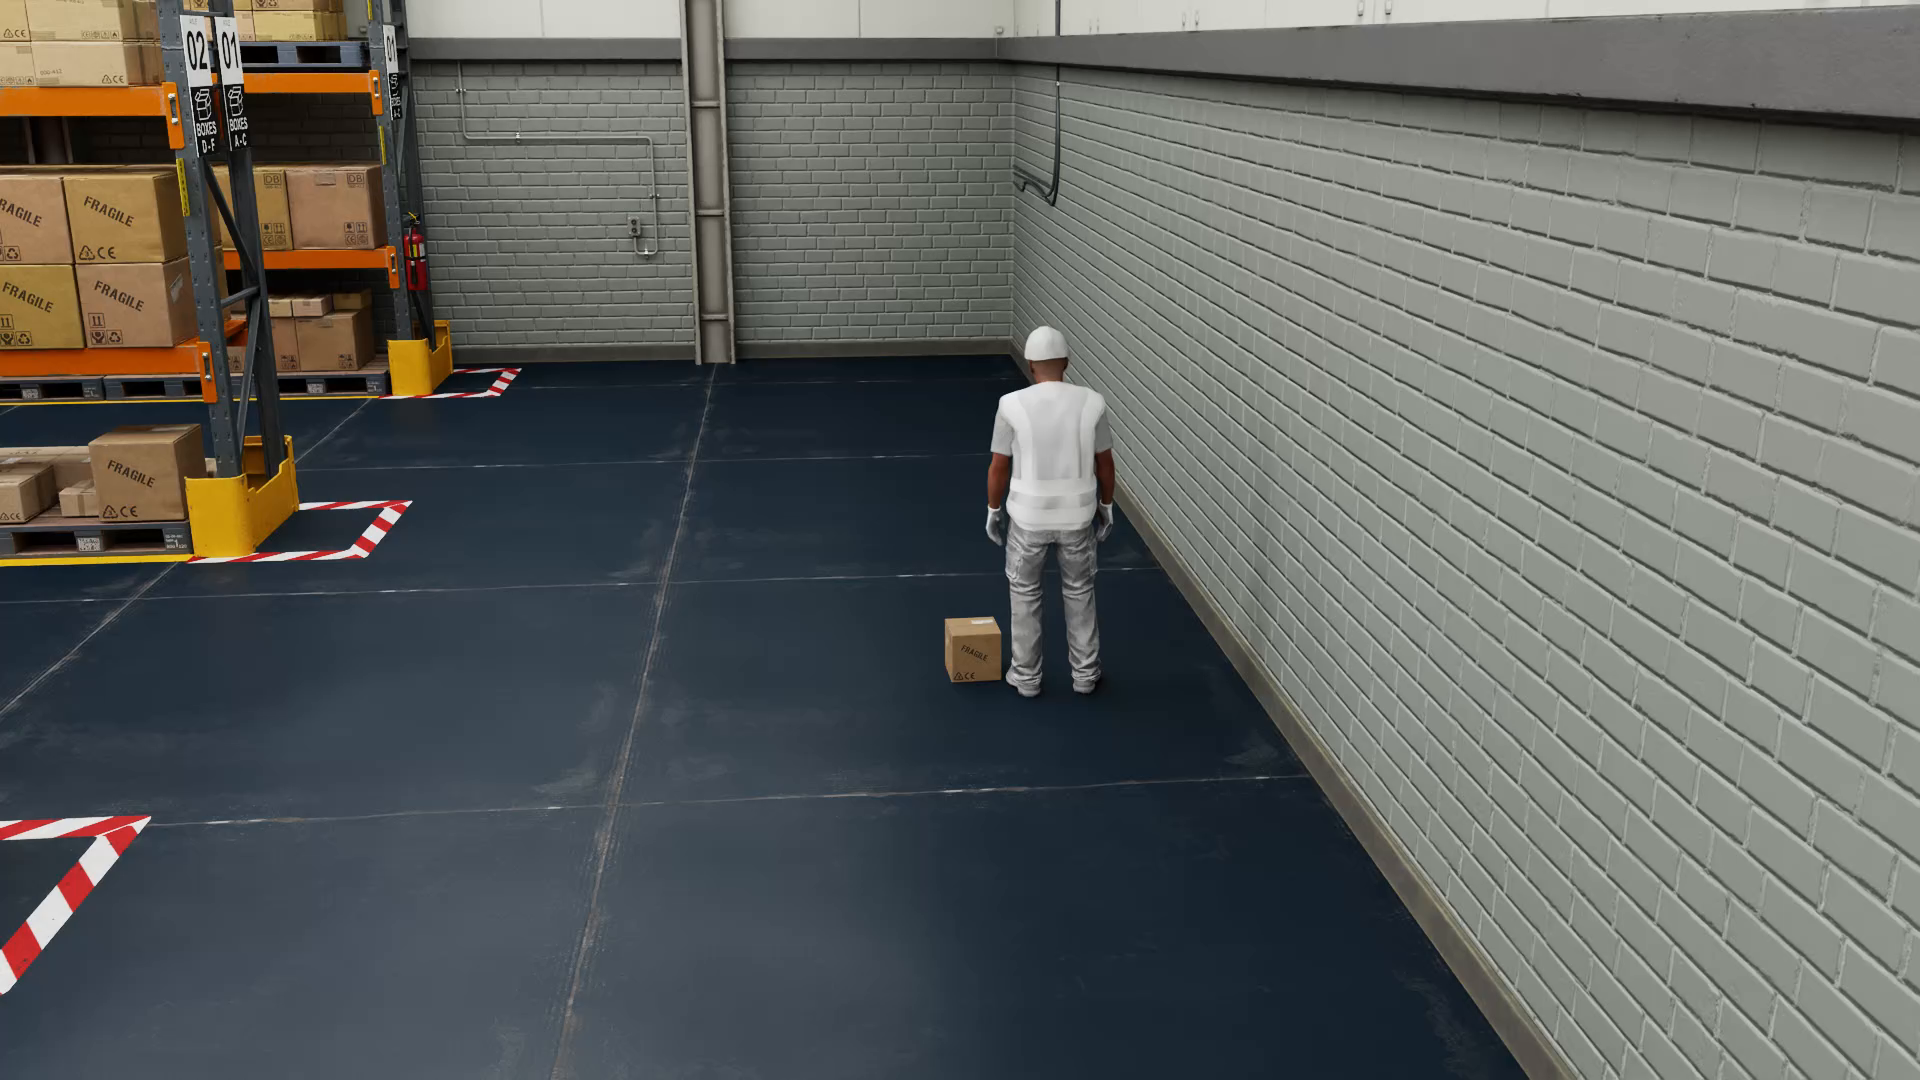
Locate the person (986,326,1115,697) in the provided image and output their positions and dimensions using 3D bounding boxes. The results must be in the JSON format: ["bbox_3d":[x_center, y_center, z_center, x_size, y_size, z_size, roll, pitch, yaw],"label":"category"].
[{"bbox_3d":[0.434,-0.127,7.947,0.616,1.774,0.449,-2,17,-6],"label":"person"}]
